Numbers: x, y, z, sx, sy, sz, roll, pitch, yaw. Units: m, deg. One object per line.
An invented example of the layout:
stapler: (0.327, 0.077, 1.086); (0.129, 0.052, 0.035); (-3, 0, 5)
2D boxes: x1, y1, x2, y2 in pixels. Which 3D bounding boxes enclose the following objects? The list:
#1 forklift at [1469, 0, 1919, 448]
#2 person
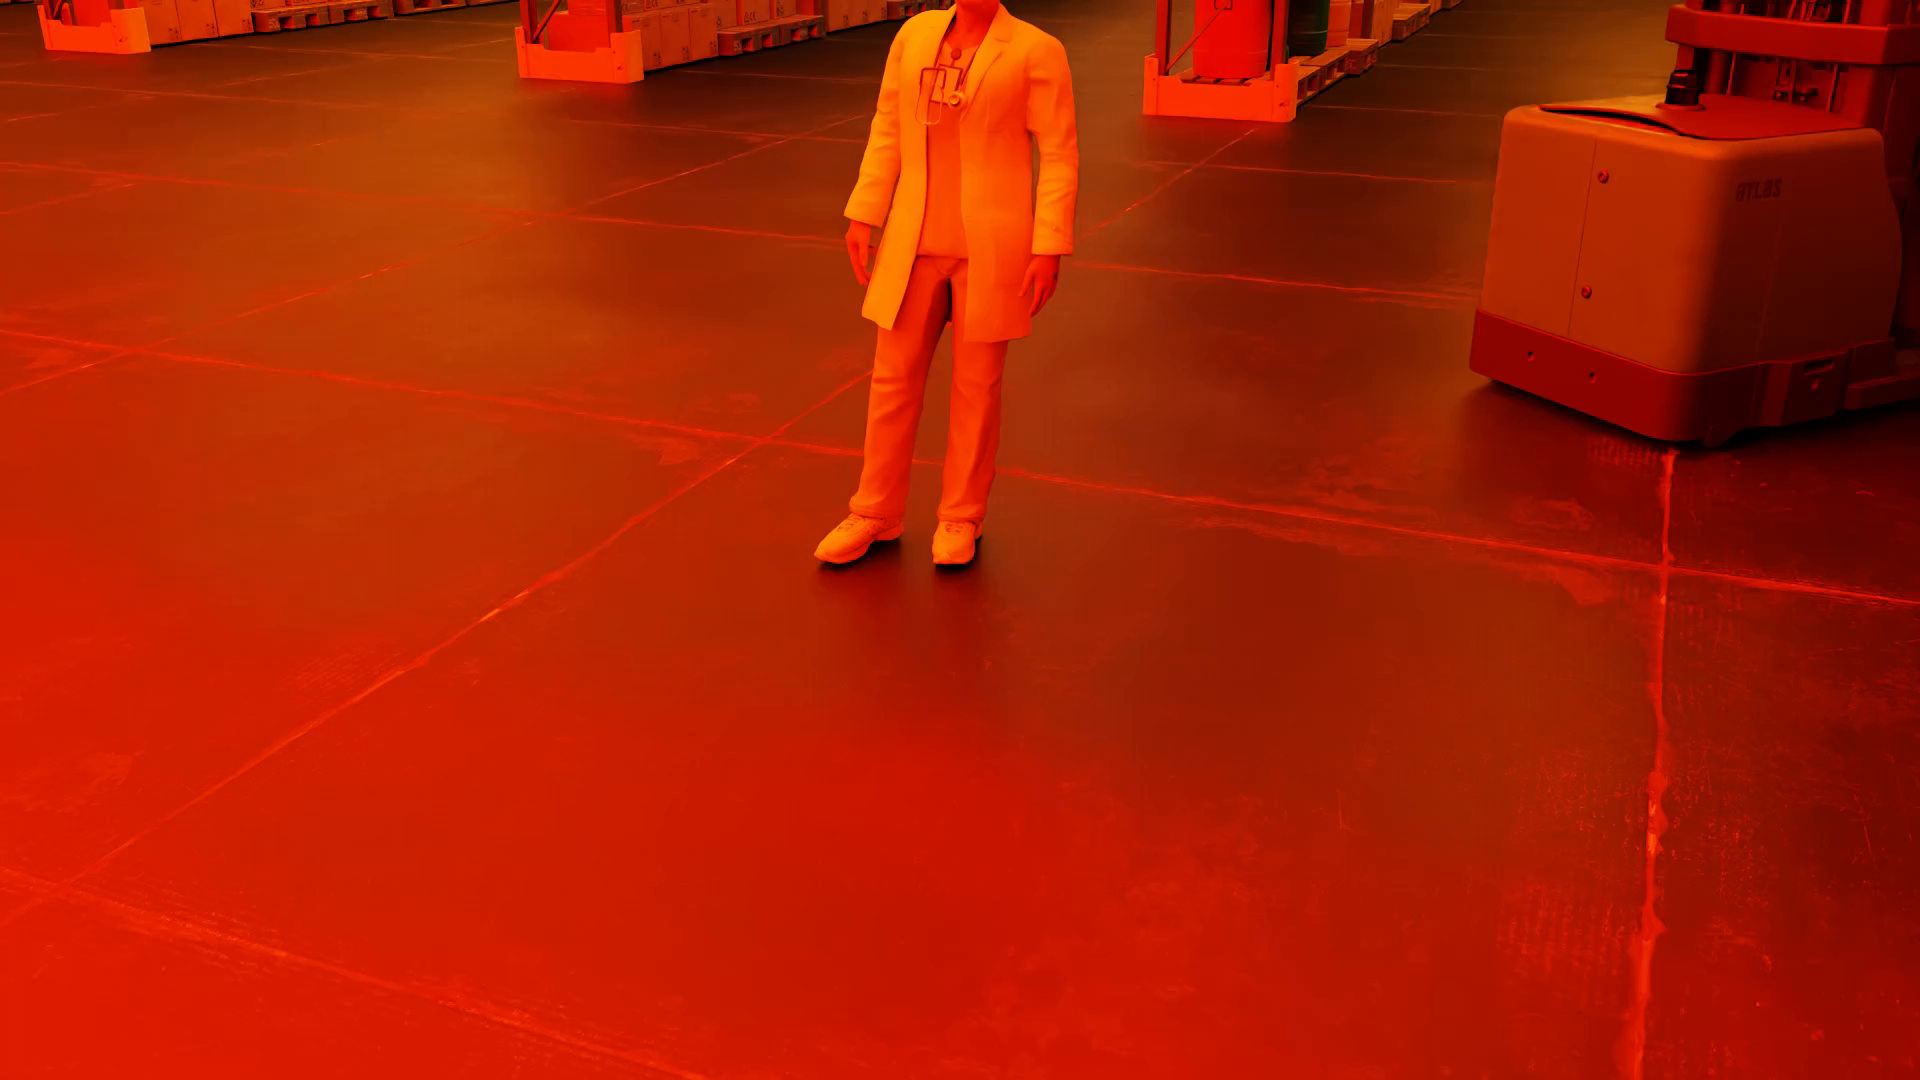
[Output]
forklift: (3.549, -2.051, 6.200); (3.031, 2.935, 1.130); (-11, 25, -24)
person: (-0.038, -0.794, 4.671); (0.696, 1.777, 0.578); (9, 24, 21)
